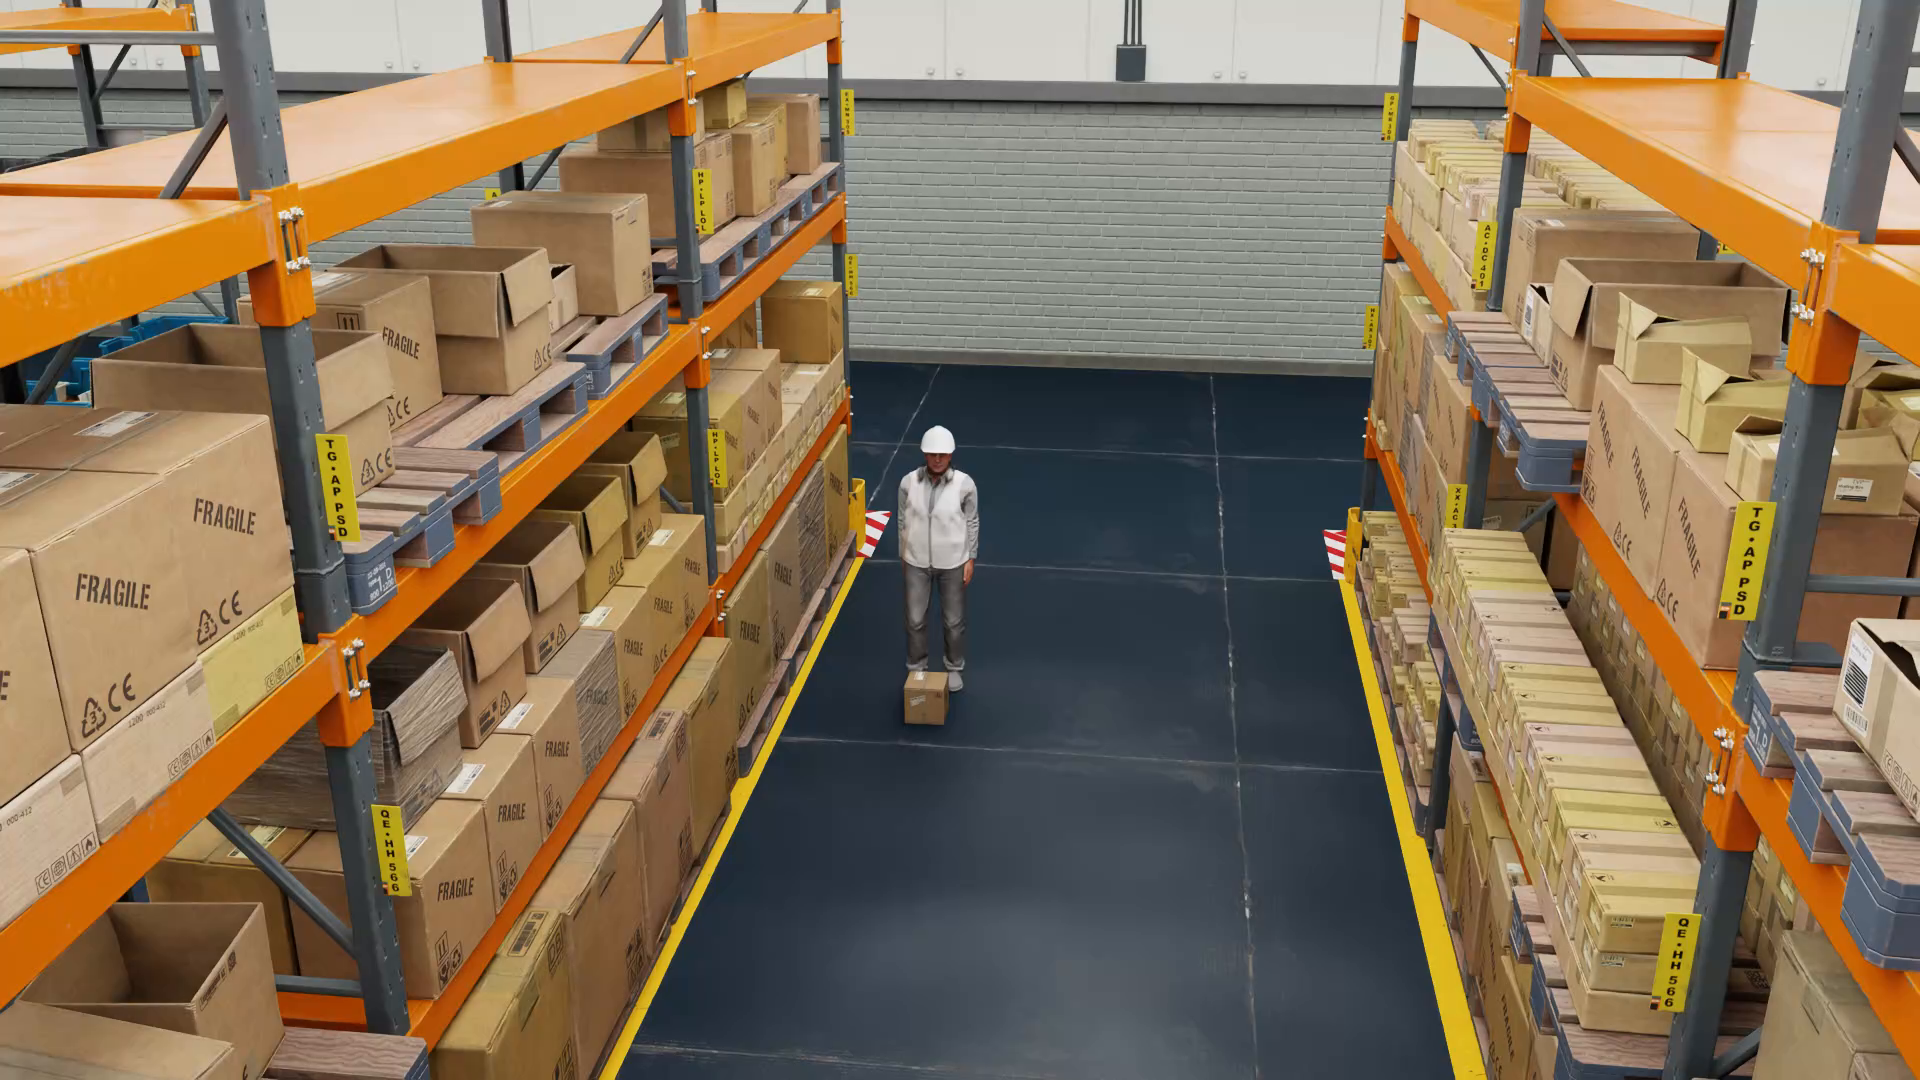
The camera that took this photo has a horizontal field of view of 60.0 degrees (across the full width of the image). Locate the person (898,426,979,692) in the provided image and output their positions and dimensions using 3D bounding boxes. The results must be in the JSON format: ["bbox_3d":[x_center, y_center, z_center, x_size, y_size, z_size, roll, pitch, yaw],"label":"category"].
[{"bbox_3d":[-0.144,0.130,10.719,0.531,1.769,0.365,3,21,8],"label":"person"}]
